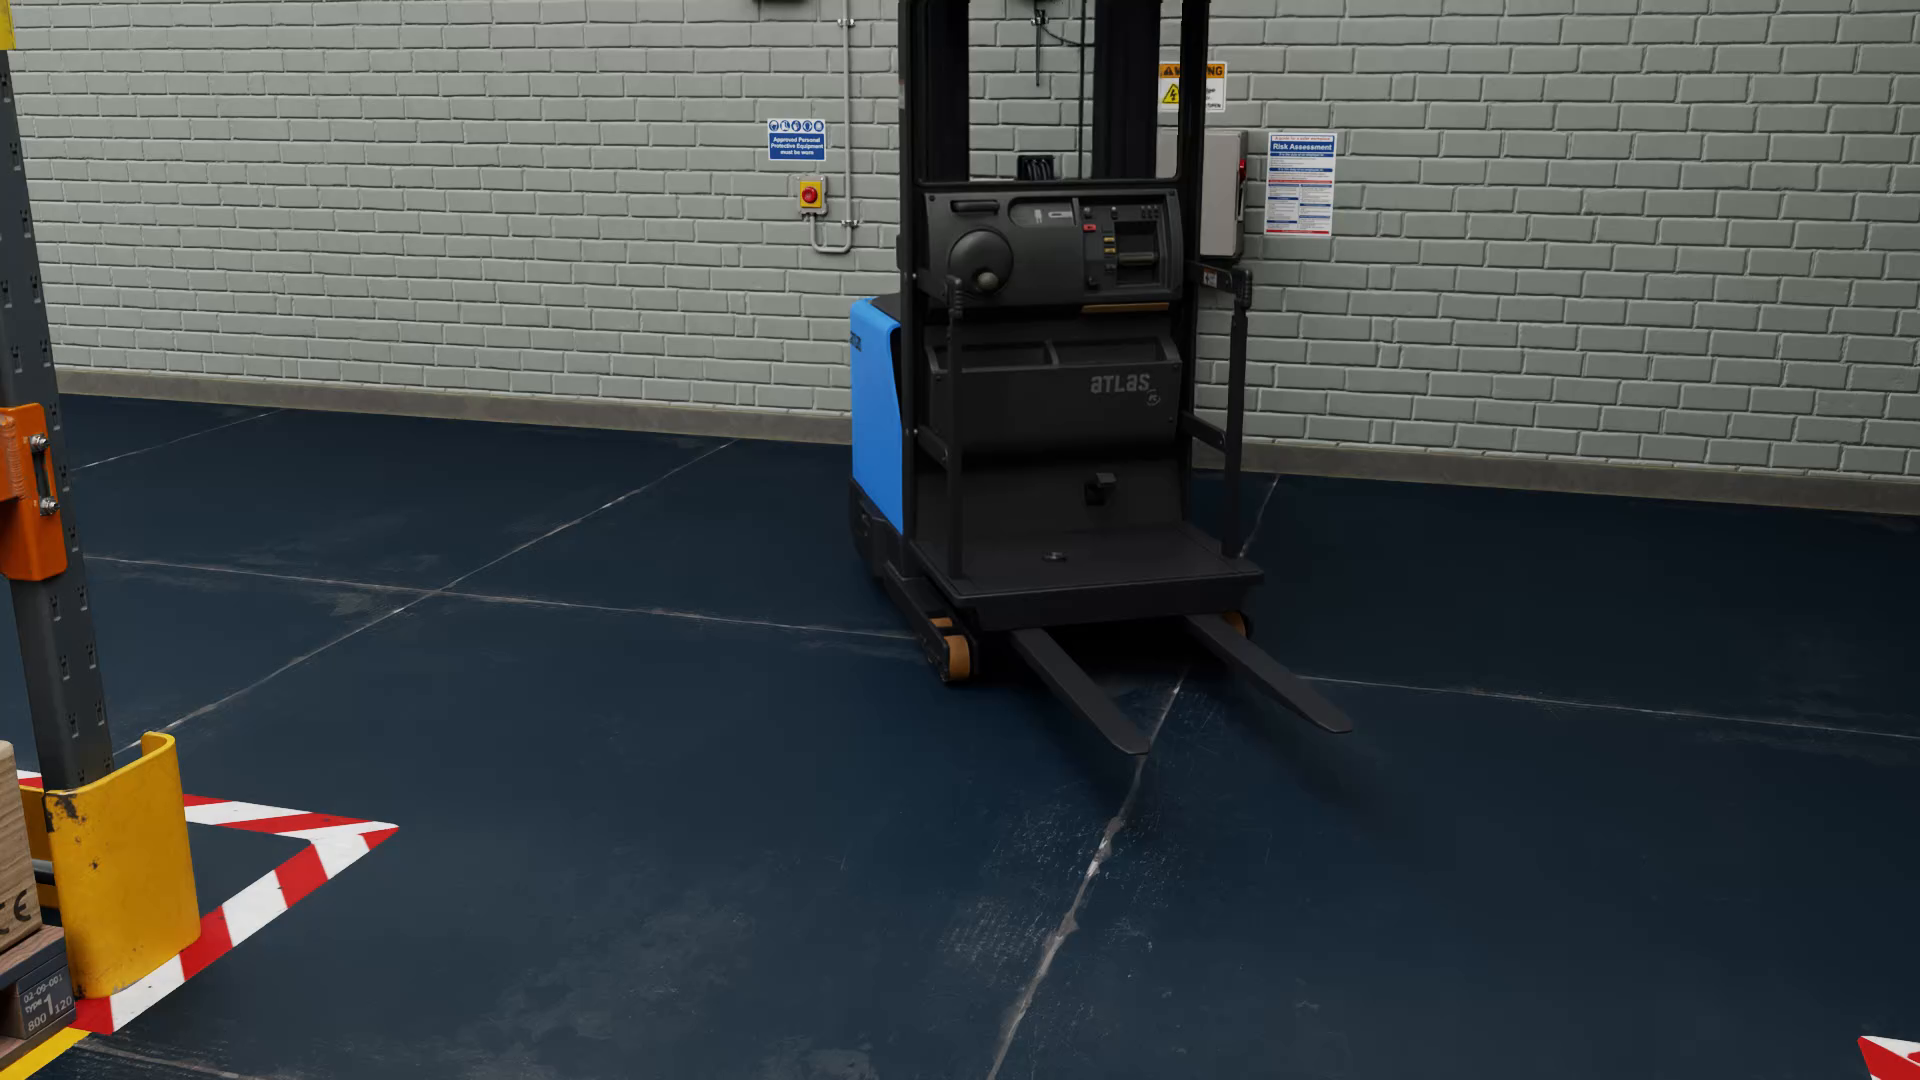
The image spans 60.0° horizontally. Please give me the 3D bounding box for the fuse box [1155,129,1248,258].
[{"bbox_3d":[1.134,-1.153,8.260,0.539,1.711,0.414,5,16,16],"label":"fuse box"}]

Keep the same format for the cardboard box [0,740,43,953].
[{"bbox_3d":[-2.510,0.714,3.241,0.875,0.438,0.875,4,16,14],"label":"cardboard box"}]

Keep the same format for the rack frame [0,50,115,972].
[{"bbox_3d":[-2.418,-0.497,3.585,1.000,3.000,0.127,5,16,16],"label":"rack frame"}]

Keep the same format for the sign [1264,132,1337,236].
[{"bbox_3d":[1.667,-1.743,8.153,0.329,0.494,0.001,5,16,16],"label":"sign"}]

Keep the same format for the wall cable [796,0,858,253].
[{"bbox_3d":[-0.838,-2.478,8.650,0.585,1.953,0.123,5,16,16],"label":"wall cable"}]

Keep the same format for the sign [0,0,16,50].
[{"bbox_3d":[-1.902,-1.122,3.234,0.100,0.325,0.005,5,16,16],"label":"sign"}]

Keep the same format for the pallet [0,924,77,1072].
[{"bbox_3d":[-2.571,1.060,3.207,1.003,0.211,1.213,5,16,16],"label":"pallet"}]

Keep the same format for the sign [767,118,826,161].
[{"bbox_3d":[-0.867,-2.124,8.825,0.327,0.218,0.001,5,16,16],"label":"sign"}]

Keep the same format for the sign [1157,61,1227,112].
[{"bbox_3d":[1.140,-2.229,8.177,0.339,0.242,0.001,5,16,16],"label":"sign"}]

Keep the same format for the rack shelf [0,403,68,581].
[{"bbox_3d":[-2.987,0.372,1.839,1.077,0.370,4.000,5,16,16],"label":"rack shelf"}]

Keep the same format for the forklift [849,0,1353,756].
[{"bbox_3d":[0.392,-1.042,5.631,1.130,2.935,3.031,-4,16,-14],"label":"forklift"}]

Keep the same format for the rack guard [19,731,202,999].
[{"bbox_3d":[-2.412,0.699,3.948,1.175,0.500,0.348,5,16,16],"label":"rack guard"}]

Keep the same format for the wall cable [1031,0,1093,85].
[{"bbox_3d":[0.525,-2.356,8.277,0.588,1.984,0.122,5,16,16],"label":"wall cable"}]
